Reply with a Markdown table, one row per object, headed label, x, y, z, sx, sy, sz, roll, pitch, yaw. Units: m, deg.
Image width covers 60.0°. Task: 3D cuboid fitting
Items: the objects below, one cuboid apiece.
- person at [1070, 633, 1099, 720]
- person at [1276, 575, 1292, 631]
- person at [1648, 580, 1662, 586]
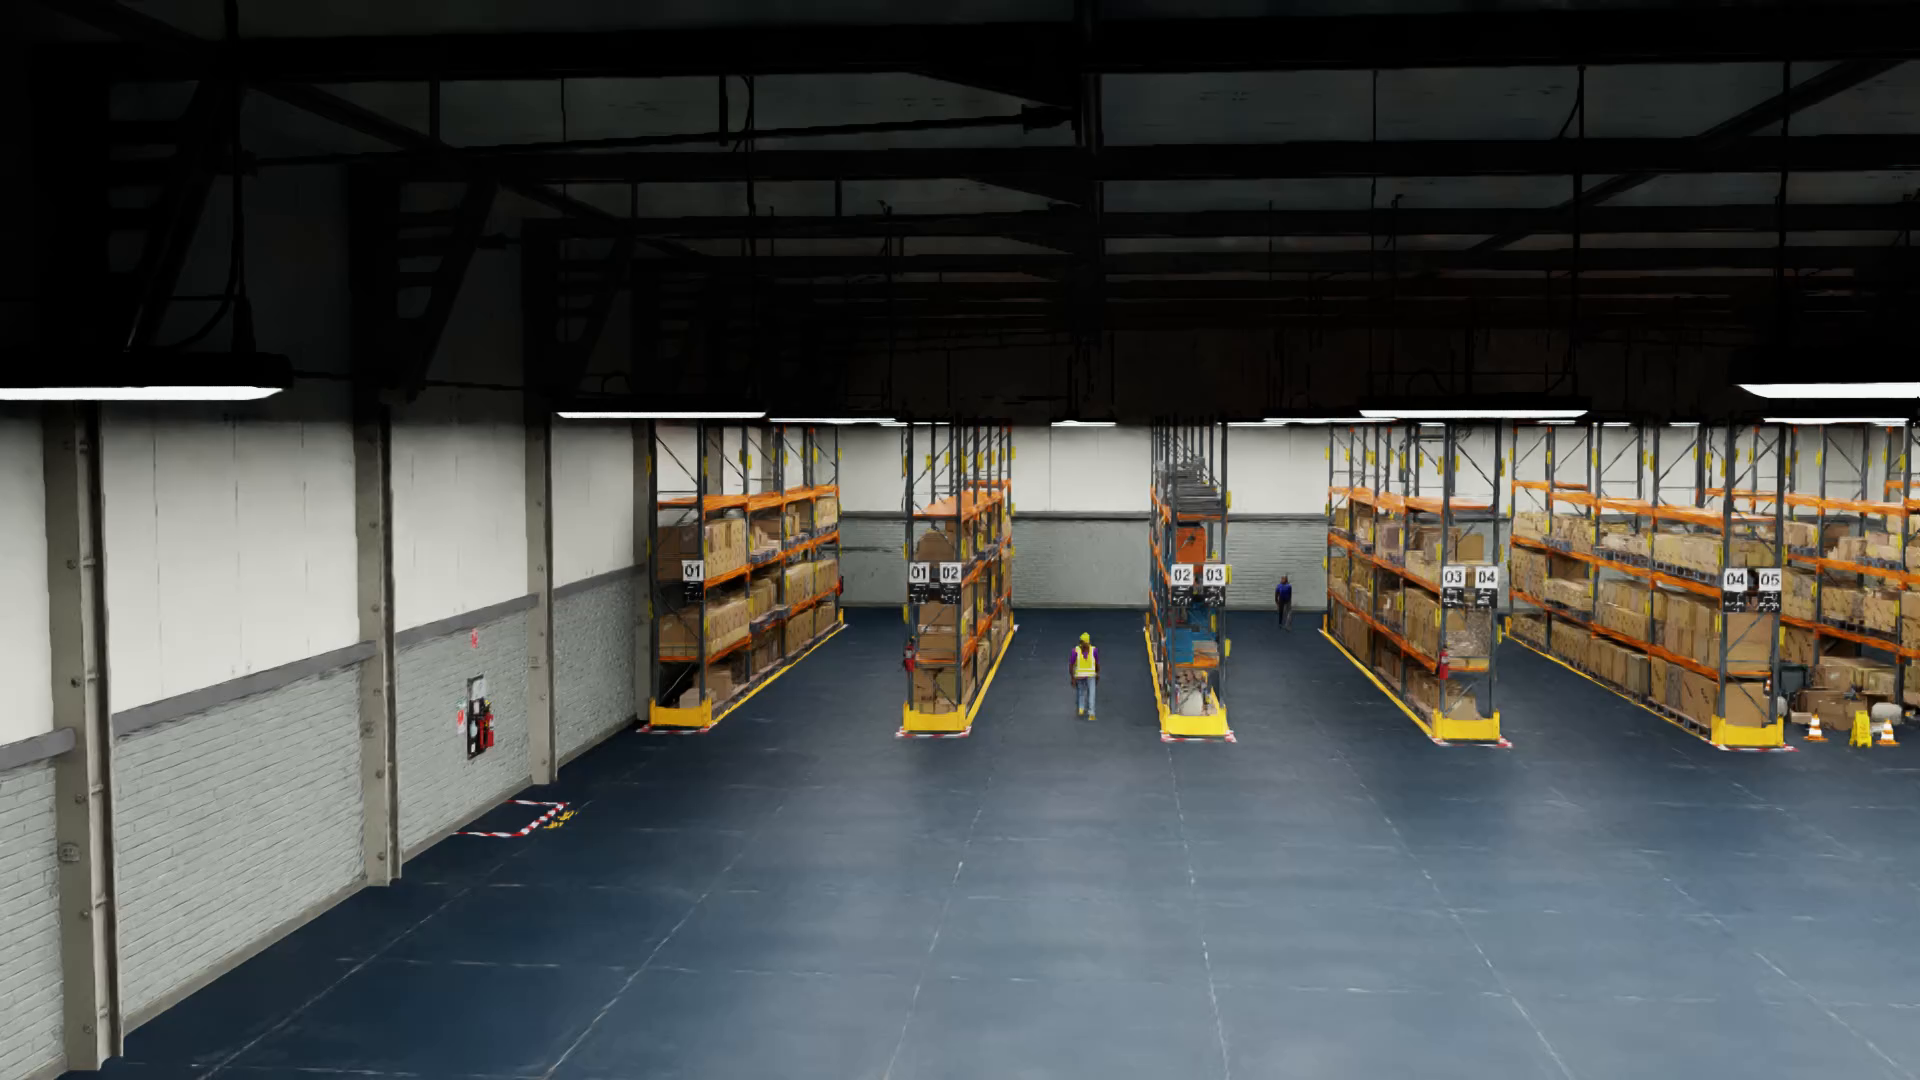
| label | x | y | z | sx | sy | sz | roll | pitch | yaw |
| --- | --- | --- | --- | --- | --- | --- | --- | --- | --- |
| person | 2.450 | 2.657 | 32.745 | 0.582 | 1.686 | 1.113 | 0 | 4 | 3 |
| person | 9.160 | 1.762 | 47.051 | 0.447 | 1.560 | 1.088 | 1 | 4 | 7 |
| person | 20.183 | 1.644 | 48.159 | 0.453 | 1.659 | 0.623 | -2 | 4 | -29 |
